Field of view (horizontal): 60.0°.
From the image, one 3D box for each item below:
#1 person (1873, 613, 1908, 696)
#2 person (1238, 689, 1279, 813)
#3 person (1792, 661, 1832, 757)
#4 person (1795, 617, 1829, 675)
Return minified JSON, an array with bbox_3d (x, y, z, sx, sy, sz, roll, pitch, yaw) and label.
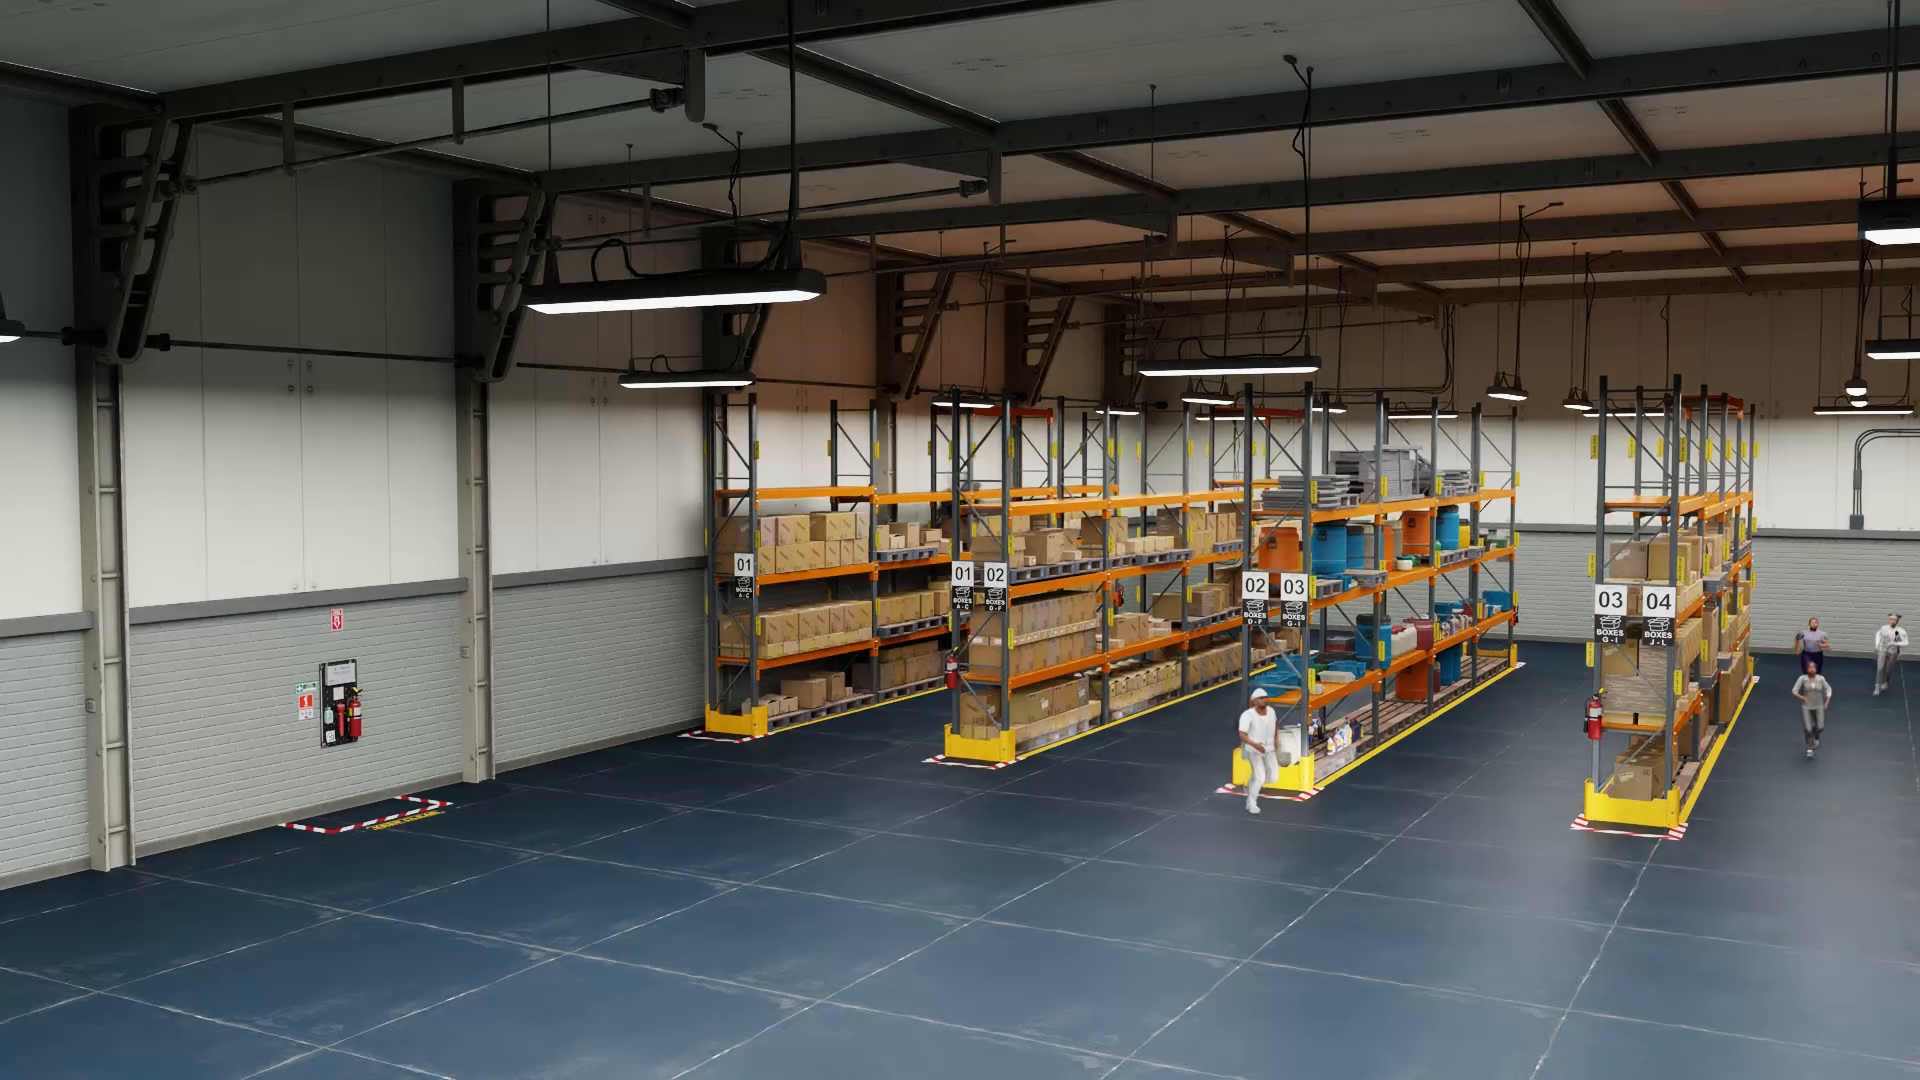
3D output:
[{"bbox_3d":[19.111,2.331,34.129,0.635,1.685,0.903,3,4,40],"label":"person"},{"bbox_3d":[4.169,2.905,22.982,0.739,1.722,0.646,-2,3,-27],"label":"person"},{"bbox_3d":[13.883,2.757,27.092,0.603,1.560,0.493,1,3,19],"label":"person"},{"bbox_3d":[16.997,2.395,33.173,0.577,1.709,0.745,1,3,17],"label":"person"}]
